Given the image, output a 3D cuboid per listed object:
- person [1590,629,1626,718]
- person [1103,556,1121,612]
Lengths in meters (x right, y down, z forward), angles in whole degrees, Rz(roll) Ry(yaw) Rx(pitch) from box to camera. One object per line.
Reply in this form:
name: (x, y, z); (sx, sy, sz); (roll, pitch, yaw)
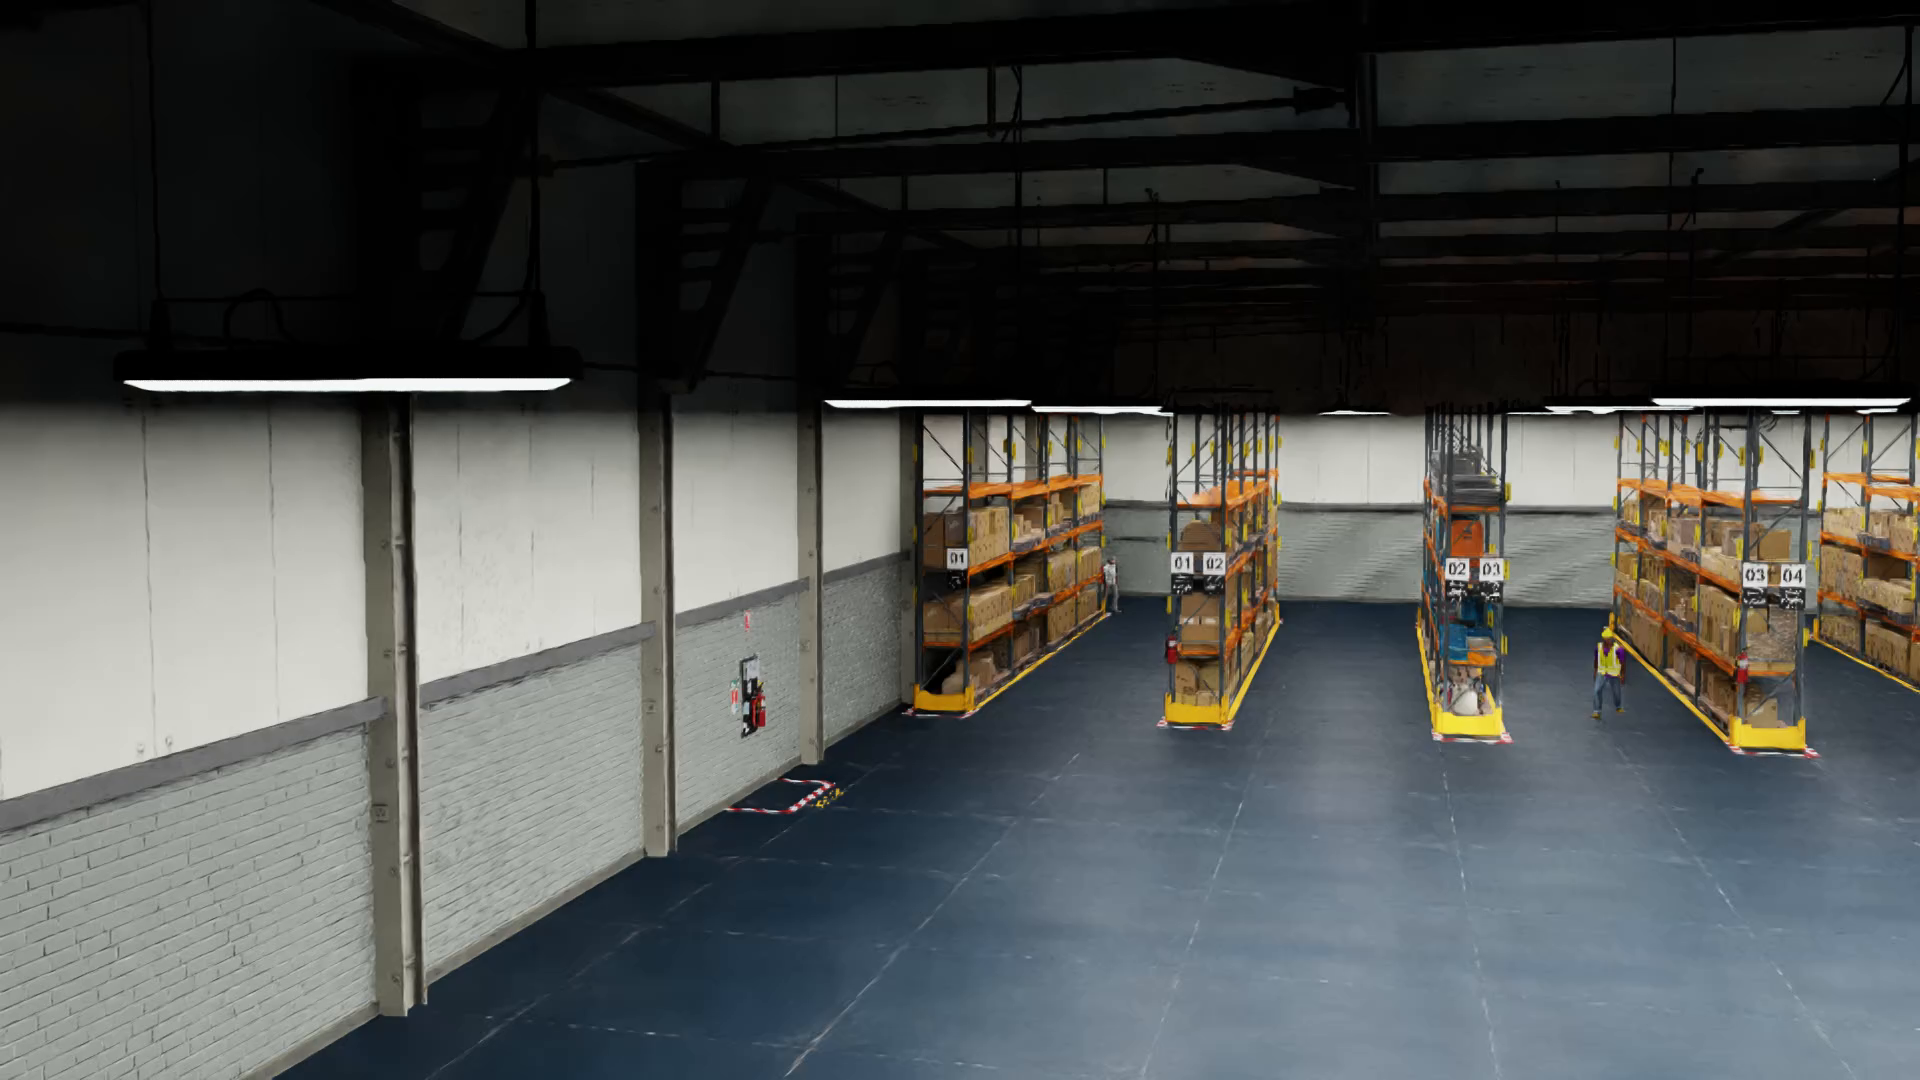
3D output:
person: (12.376, 2.534, 31.698); (0.614, 1.713, 0.971); (3, 5, 34)
person: (4.426, 1.280, 48.910); (0.540, 1.661, 0.497); (-2, 5, -26)
